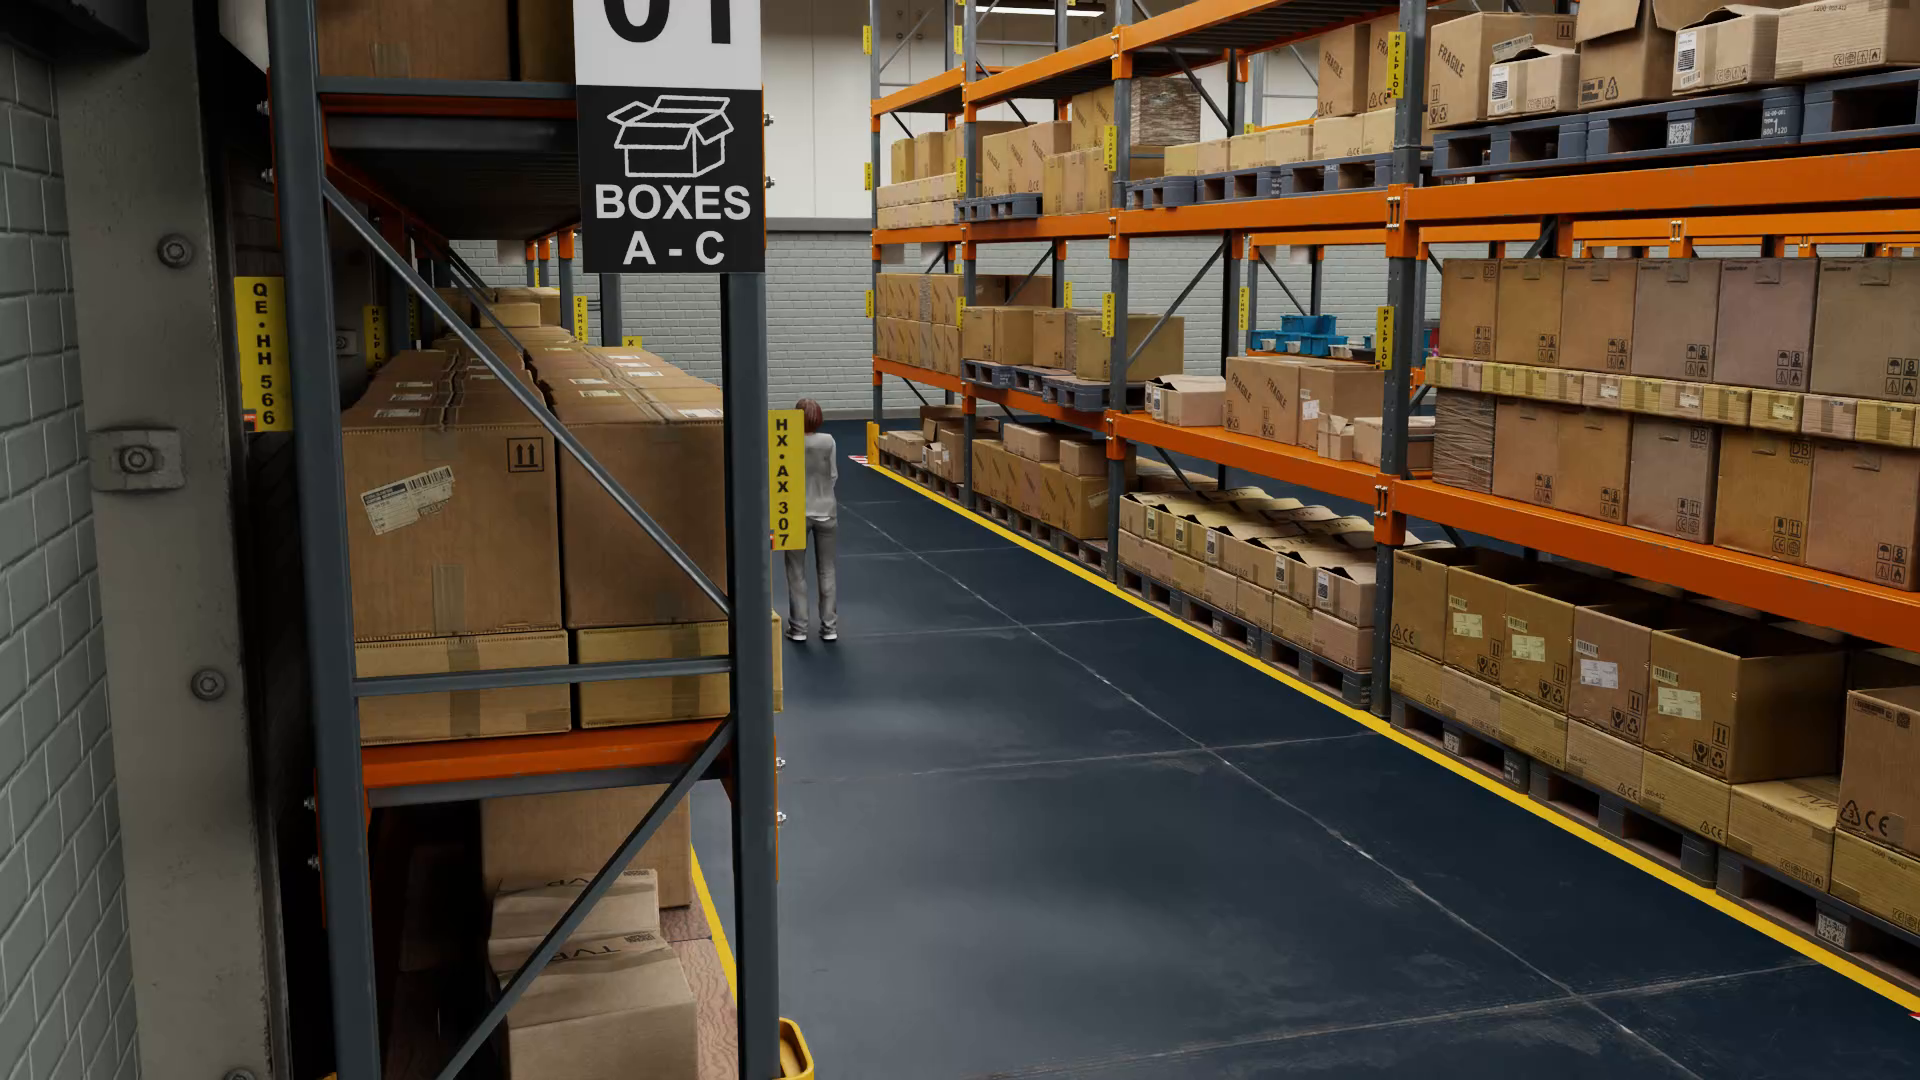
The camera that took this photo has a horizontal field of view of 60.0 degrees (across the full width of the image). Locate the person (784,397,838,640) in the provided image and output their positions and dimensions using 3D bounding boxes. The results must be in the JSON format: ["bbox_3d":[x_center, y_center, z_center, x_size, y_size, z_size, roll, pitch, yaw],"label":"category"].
[{"bbox_3d":[-0.992,-0.145,10.801,0.405,1.589,0.498,-3,10,-15],"label":"person"}]
